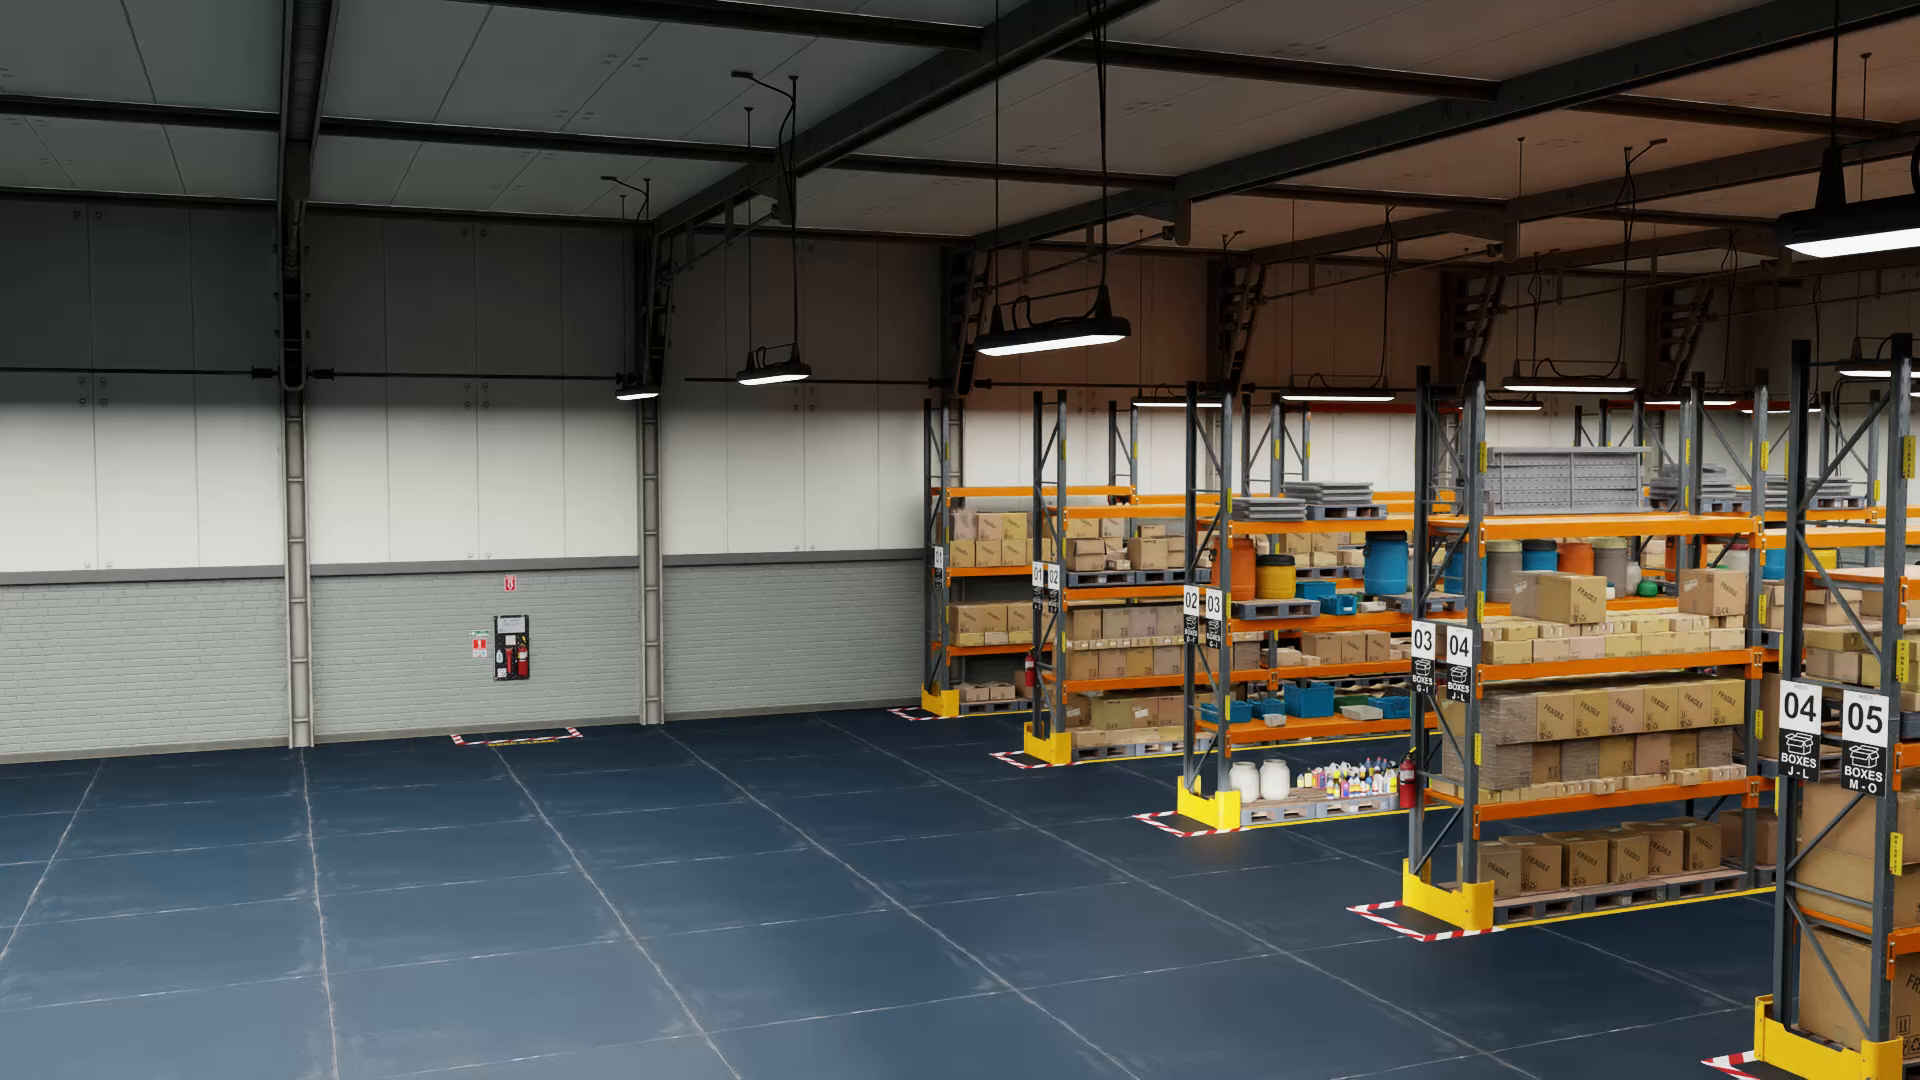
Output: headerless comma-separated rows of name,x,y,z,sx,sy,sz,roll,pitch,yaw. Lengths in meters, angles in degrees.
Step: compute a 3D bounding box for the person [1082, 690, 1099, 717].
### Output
person,2.341,2.451,31.139,0.505,1.769,0.592,-1,4,-23
